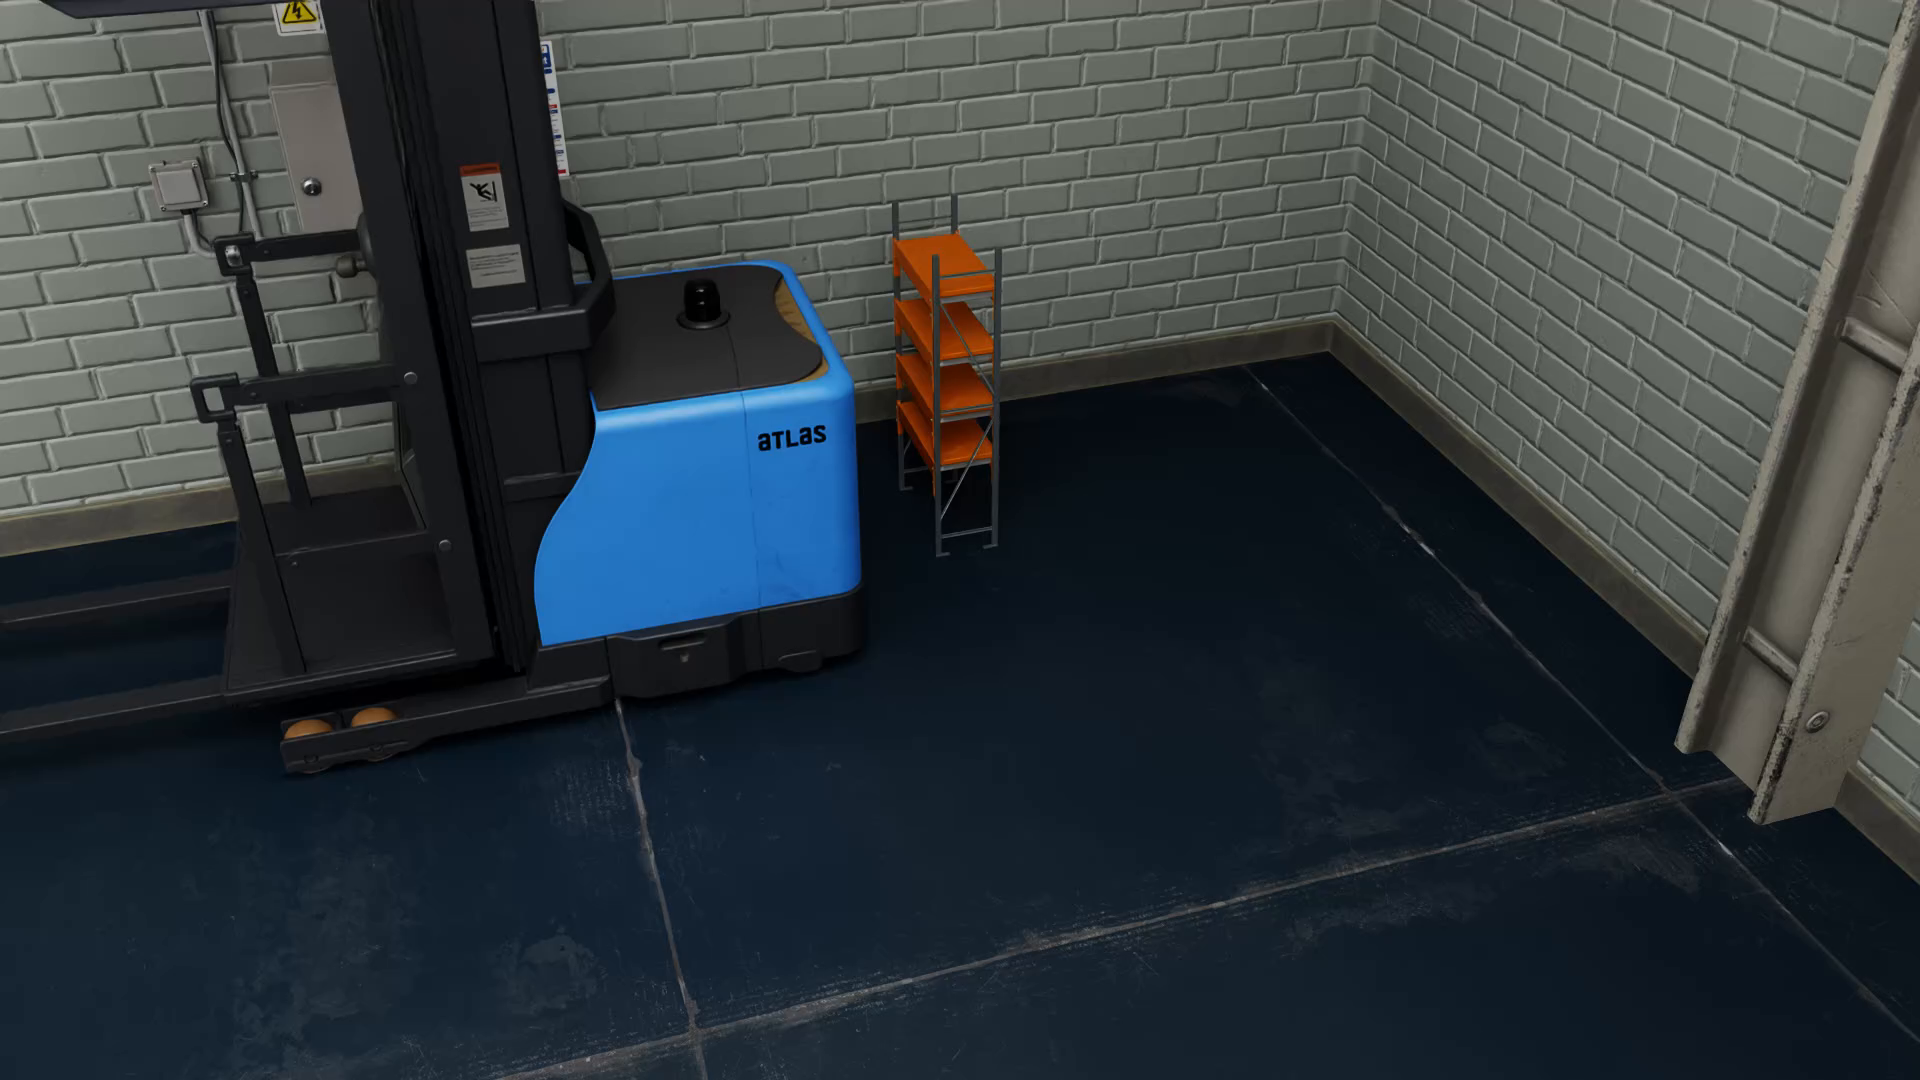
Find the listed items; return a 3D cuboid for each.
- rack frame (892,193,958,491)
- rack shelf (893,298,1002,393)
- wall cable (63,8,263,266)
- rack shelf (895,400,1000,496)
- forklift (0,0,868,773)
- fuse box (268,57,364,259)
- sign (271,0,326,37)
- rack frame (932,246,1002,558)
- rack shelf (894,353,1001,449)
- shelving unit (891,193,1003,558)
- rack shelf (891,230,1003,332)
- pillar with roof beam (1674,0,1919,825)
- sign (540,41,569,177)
[{"bbox_3d":[-0.125,-0.716,6.245,0.240,1.200,0.015,-10,35,-15],"label":"rack frame"},{"bbox_3d":[-0.051,-0.718,5.965,0.258,0.148,0.480,-10,35,-15],"label":"rack shelf"},{"bbox_3d":[-2.689,-1.751,5.257,0.588,1.984,0.122,-10,35,-15],"label":"wall cable"},{"bbox_3d":[-0.051,-0.366,6.197,0.258,0.148,0.480,-10,35,-15],"label":"rack shelf"},{"bbox_3d":[-1.886,-0.827,4.842,3.031,2.935,1.130,-10,35,-14],"label":"forklift"},{"bbox_3d":[-1.991,-0.821,5.941,0.539,1.711,0.414,-10,35,-15],"label":"fuse box"},{"bbox_3d":[-2.107,-1.803,5.508,0.339,0.242,0.001,-10,35,-15],"label":"sign"},{"bbox_3d":[0.024,-0.459,5.857,0.240,1.200,0.015,-10,35,-15],"label":"rack frame"},{"bbox_3d":[-0.051,-0.531,6.088,0.258,0.148,0.480,-10,35,-15],"label":"rack shelf"},{"bbox_3d":[-0.051,-0.588,6.051,0.258,1.200,0.503,-10,35,-15],"label":"shelving unit"},{"bbox_3d":[-0.051,-0.915,5.834,0.258,0.148,0.480,-10,35,-15],"label":"rack shelf"},{"bbox_3d":[-1.632,-2.308,1.581,9.100,9.000,0.400,-10,35,-15],"label":"pillar with roof beam"},{"bbox_3d":[-1.584,-1.511,5.902,0.329,0.494,0.001,-10,35,-15],"label":"sign"}]
